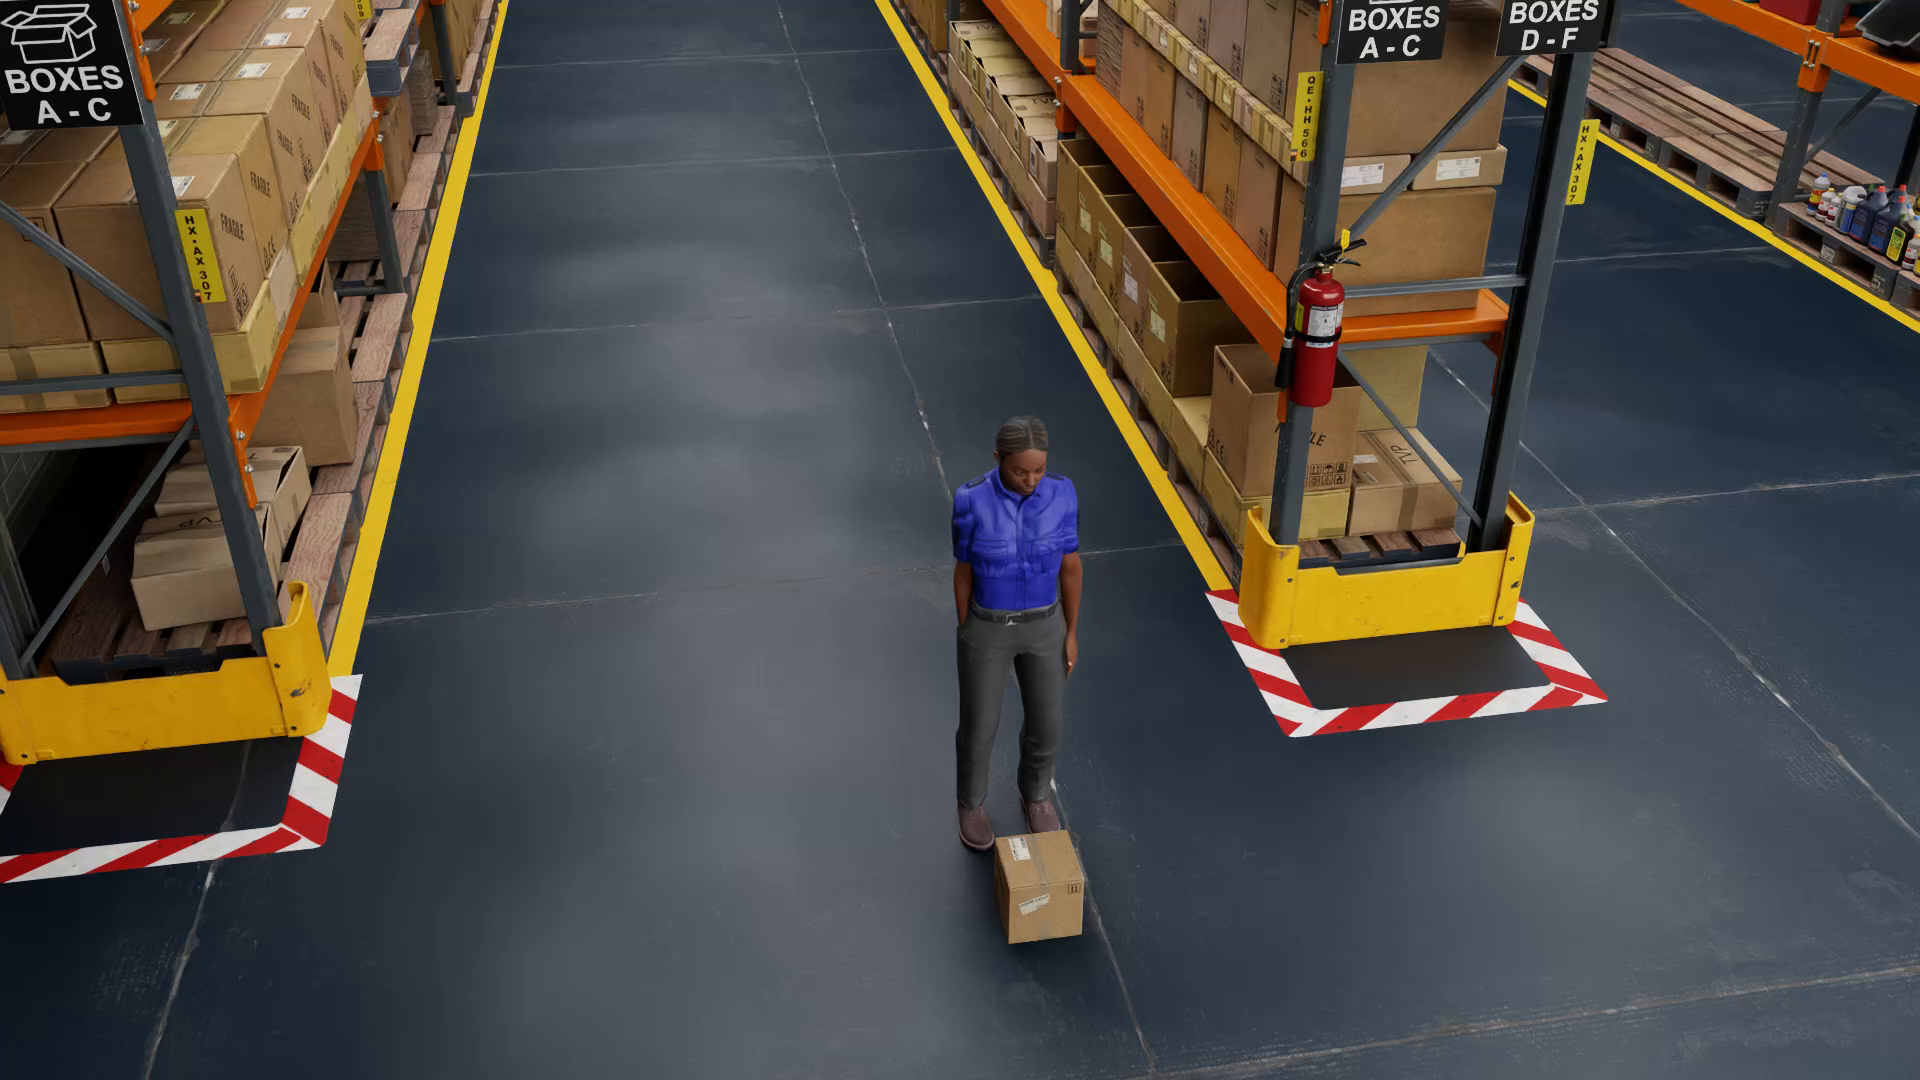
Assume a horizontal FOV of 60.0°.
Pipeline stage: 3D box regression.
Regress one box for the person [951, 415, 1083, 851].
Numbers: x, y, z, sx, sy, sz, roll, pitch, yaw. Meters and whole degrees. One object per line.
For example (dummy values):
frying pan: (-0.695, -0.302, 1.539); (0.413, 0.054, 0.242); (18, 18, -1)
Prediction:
person: (0.194, 0.316, 5.622); (0.440, 1.651, 0.304); (-5, 31, -8)
